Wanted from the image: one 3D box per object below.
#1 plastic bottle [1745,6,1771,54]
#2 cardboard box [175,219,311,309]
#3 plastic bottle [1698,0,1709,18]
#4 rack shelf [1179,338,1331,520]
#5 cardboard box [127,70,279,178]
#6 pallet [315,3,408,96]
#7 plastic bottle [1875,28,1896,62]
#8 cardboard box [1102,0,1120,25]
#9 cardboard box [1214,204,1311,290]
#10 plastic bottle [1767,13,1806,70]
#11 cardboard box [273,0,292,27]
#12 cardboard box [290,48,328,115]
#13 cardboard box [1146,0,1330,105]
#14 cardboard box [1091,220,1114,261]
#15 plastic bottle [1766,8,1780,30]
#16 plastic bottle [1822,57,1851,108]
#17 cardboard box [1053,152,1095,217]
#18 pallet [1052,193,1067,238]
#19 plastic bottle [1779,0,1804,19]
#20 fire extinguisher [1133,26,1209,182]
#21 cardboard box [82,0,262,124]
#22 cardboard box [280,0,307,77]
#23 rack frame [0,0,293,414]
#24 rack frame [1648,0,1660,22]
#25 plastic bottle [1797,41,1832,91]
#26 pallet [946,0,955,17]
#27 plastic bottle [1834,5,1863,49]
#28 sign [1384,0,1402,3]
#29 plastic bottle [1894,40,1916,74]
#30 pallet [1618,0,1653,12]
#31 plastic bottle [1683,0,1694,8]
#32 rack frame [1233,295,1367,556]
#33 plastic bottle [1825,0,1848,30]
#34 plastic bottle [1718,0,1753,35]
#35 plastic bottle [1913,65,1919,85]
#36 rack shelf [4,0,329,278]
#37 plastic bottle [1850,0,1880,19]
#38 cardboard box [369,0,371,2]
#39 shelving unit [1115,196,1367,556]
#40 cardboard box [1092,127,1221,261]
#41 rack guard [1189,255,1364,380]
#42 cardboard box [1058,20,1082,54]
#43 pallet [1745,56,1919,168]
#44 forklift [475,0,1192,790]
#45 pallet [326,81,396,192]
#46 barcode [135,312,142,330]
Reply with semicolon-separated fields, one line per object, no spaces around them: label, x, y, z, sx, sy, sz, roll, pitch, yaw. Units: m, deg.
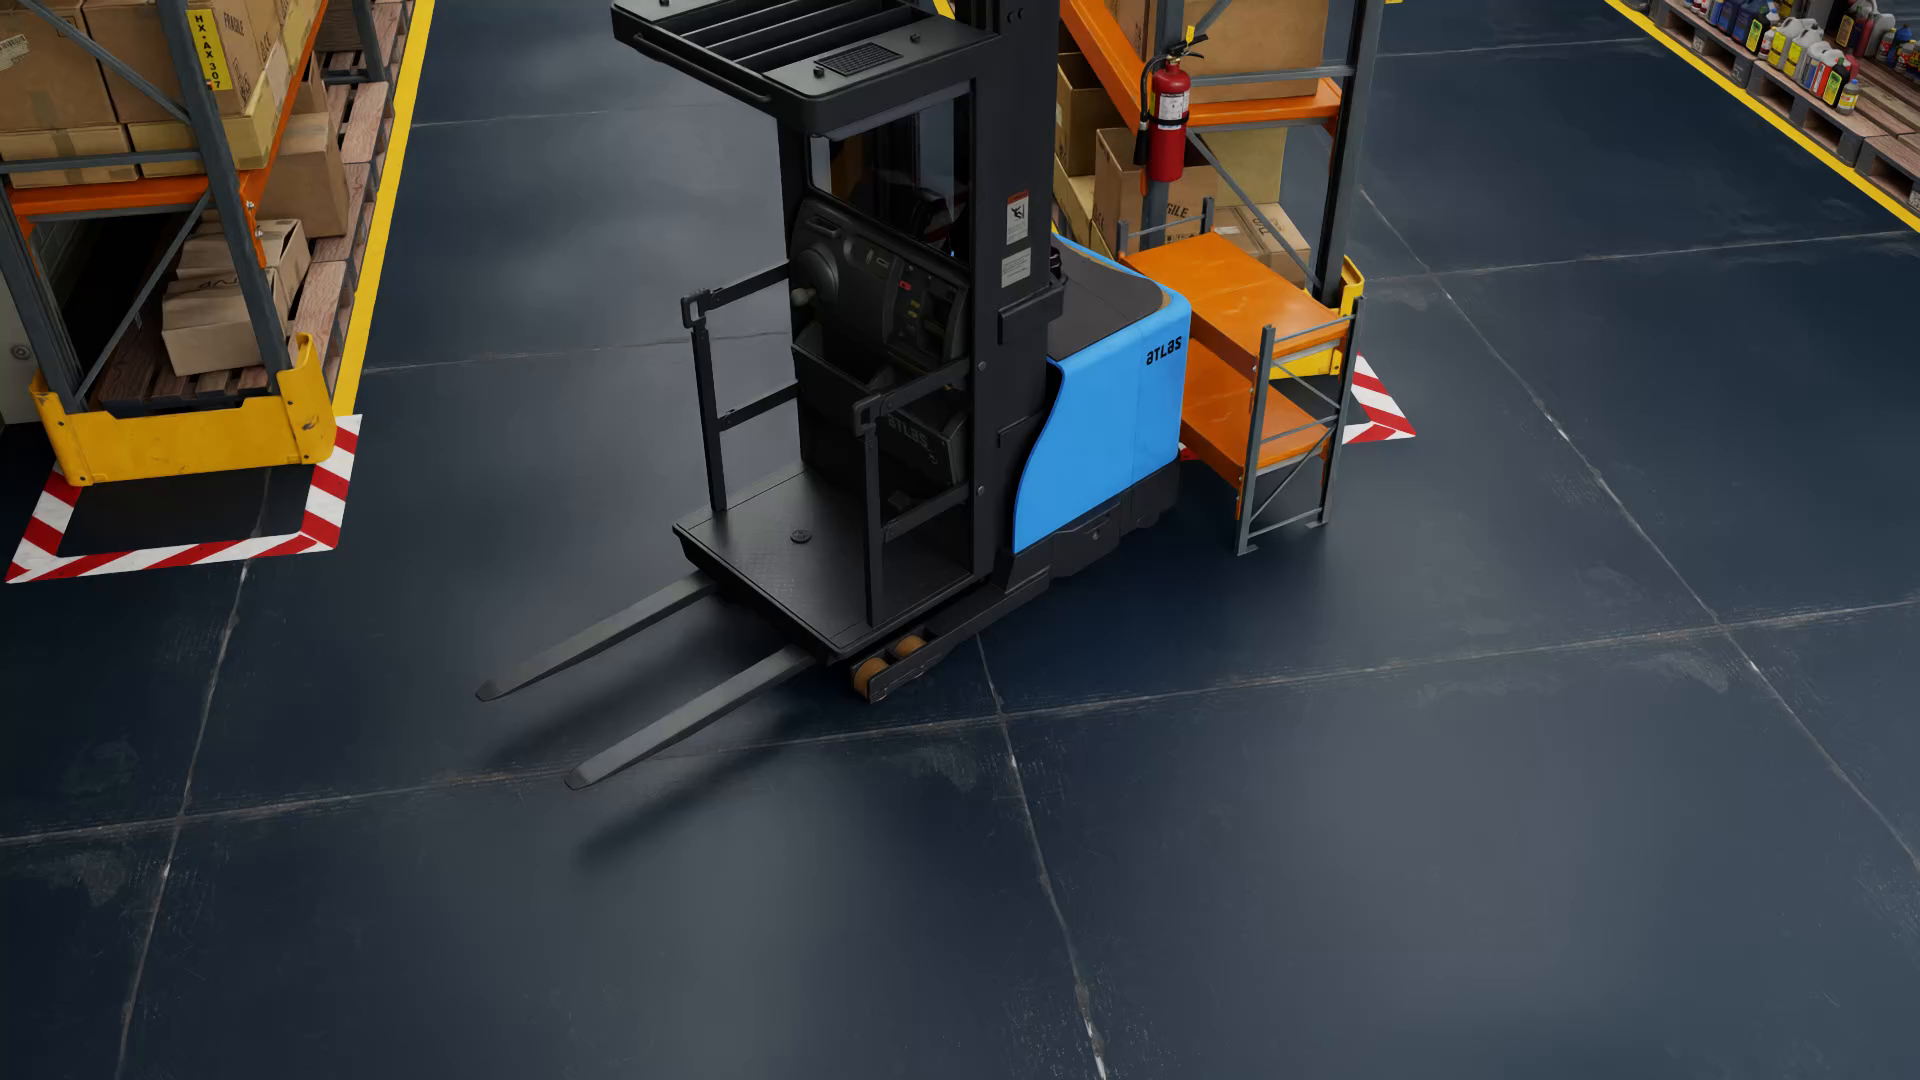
plastic bottle;5.291;-3.375;11.004;0.061;0.283;0.133;-5;38;-6
cardboard box;-3.648;-1.426;8.474;0.500;0.311;0.500;-3;38;-4
plastic bottle;5.197;-3.730;11.529;0.097;0.201;0.097;0;38;0
rack shelf;1.155;-0.535;7.421;0.538;0.278;1.000;-19;42;-23
cardboard box;-3.288;-1.820;7.254;0.500;0.250;0.500;-7;38;-9
pallet;-4.355;-3.327;11.361;1.003;0.211;1.213;-6;38;-8
plastic bottle;6.096;-3.257;10.919;0.097;0.201;0.097;0;38;0
cardboard box;1.113;-3.017;8.608;0.700;0.500;0.500;-6;38;-8
cardboard box;1.486;-1.505;8.642;0.500;0.250;0.500;-6;38;-8
plastic bottle;5.377;-3.249;10.787;0.144;0.351;0.185;-7;38;-8
cardboard box;-3.465;-2.720;7.801;0.500;0.500;0.500;-7;38;-9
cardboard box;-3.995;-2.522;9.731;0.500;0.500;0.500;-9;39;-11
cardboard box;1.292;-2.400;7.813;0.700;0.500;0.500;-6;38;-8
cardboard box;0.976;-1.450;8.570;0.500;0.250;0.500;-6;38;-8
plastic bottle;5.366;-3.389;11.033;0.097;0.271;0.097;0;38;0
plastic bottle;5.446;-2.840;10.316;0.061;0.283;0.133;-5;38;-7
cardboard box;0.787;-2.052;9.345;0.500;0.250;0.500;-6;38;-8
pallet;0.975;-2.169;9.870;1.003;0.211;1.213;-6;38;-8
plastic bottle;5.792;-3.778;11.469;0.144;0.351;0.185;-6;38;-8
fire extinguisher;0.924;-1.926;7.347;0.296;0.674;0.183;-6;38;-8
cardboard box;-3.303;-2.108;7.013;0.500;0.500;0.500;-6;38;-8
cardboard box;-3.477;-2.440;8.052;0.500;0.250;0.500;-7;38;-9
rack frame;-3.516;-1.542;6.790;1.000;3.000;0.127;-6;38;-8
rack frame;5.537;-5.024;11.272;1.000;3.000;0.127;-6;38;-8
plastic bottle;5.443;-3.007;10.537;0.152;0.276;0.135;-7;38;-9
pallet;0.492;-3.833;12.012;1.003;0.211;1.213;-6;38;-8
plastic bottle;5.927;-3.429;11.075;0.061;0.283;0.133;-6;38;-8
sign;1.908;-2.507;7.261;0.100;0.325;0.005;-6;38;-8
plastic bottle;6.132;-3.133;10.759;0.097;0.201;0.097;0;38;0
pallet;5.361;-4.393;12.732;1.003;0.211;1.213;-6;38;-8
plastic bottle;5.161;-3.881;11.665;0.097;0.271;0.097;0;38;0
rack frame;1.406;-0.457;6.921;0.500;1.125;0.032;-19;42;-23
plastic bottle;5.967;-3.678;11.339;0.144;0.351;0.185;-8;39;-10
plastic bottle;5.270;-3.619;11.264;0.144;0.351;0.185;-5;38;-7
plastic bottle;6.167;-3.040;10.583;0.097;0.271;0.097;0;38;0
rack shelf;-3.866;-2.466;8.566;1.077;0.370;4.000;-6;38;-8
plastic bottle;6.024;-3.483;11.088;0.144;0.351;0.185;-6;38;-8
cardboard box;-4.502;-3.894;11.497;0.700;0.500;0.500;-7;38;-9
shelving unit;1.155;-0.728;7.271;0.538;1.125;1.048;-19;42;-23
cardboard box;0.974;-1.745;8.339;0.500;0.500;0.500;-6;38;-8
rack guard;1.365;-1.076;8.227;1.175;0.500;0.348;-6;38;-8
cardboard box;0.698;-2.650;9.504;0.500;0.500;0.500;-6;38;-8
pallet;5.831;-2.774;10.649;1.003;0.211;1.213;-6;38;-8
forklift;-0.461;-0.895;6.014;3.031;2.935;1.130;-30;47;-32
pallet;-4.064;-2.455;10.238;1.003;0.211;1.213;-6;38;-8
barcode;-3.945;-1.053;7.987;0.001;0.075;0.075;-6;38;-8
